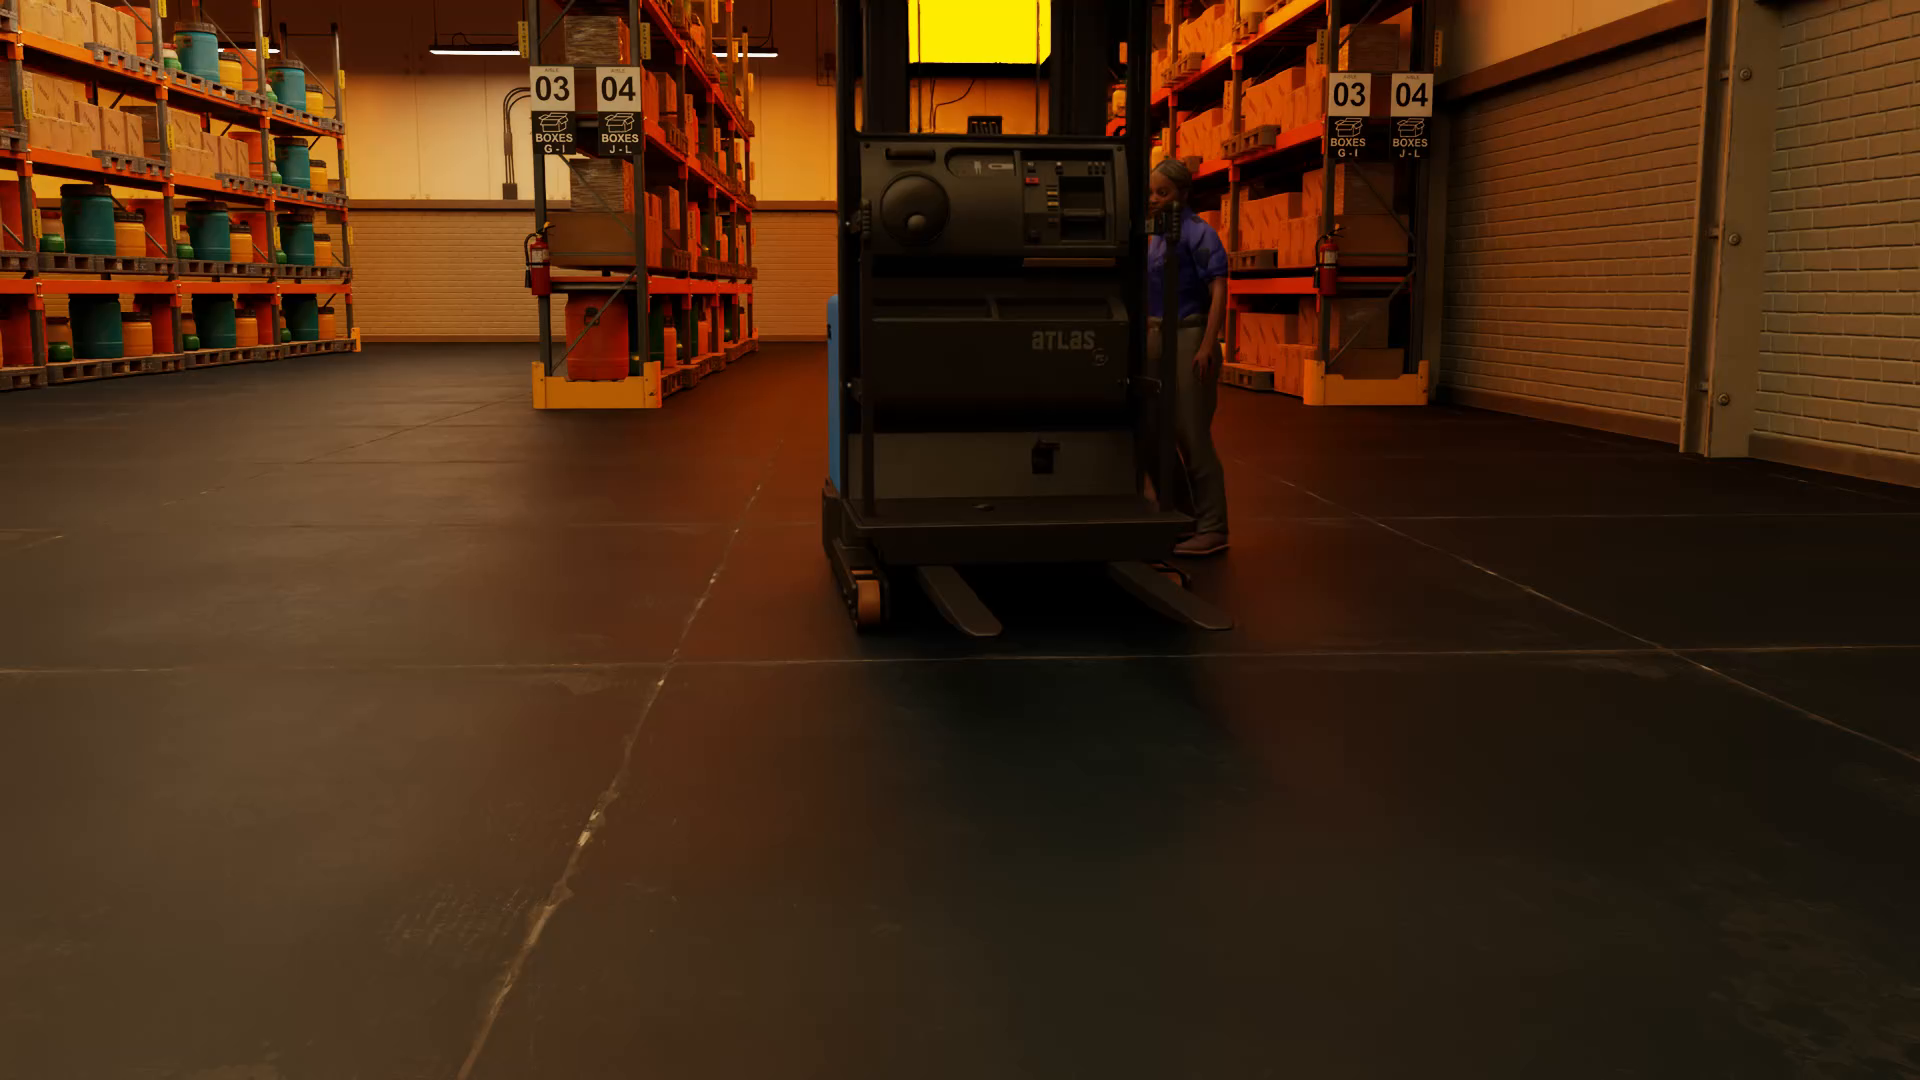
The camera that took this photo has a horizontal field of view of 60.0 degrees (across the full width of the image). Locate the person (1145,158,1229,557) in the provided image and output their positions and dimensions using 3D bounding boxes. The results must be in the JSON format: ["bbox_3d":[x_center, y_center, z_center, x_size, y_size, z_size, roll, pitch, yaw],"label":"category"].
[{"bbox_3d":[0.921,-0.756,7.060,0.381,1.575,0.700,-4,9,-26],"label":"person"}]

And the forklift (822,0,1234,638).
[{"bbox_3d":[0.154,-1.216,5.521,1.130,2.935,3.031,-1,9,-8],"label":"forklift"}]
